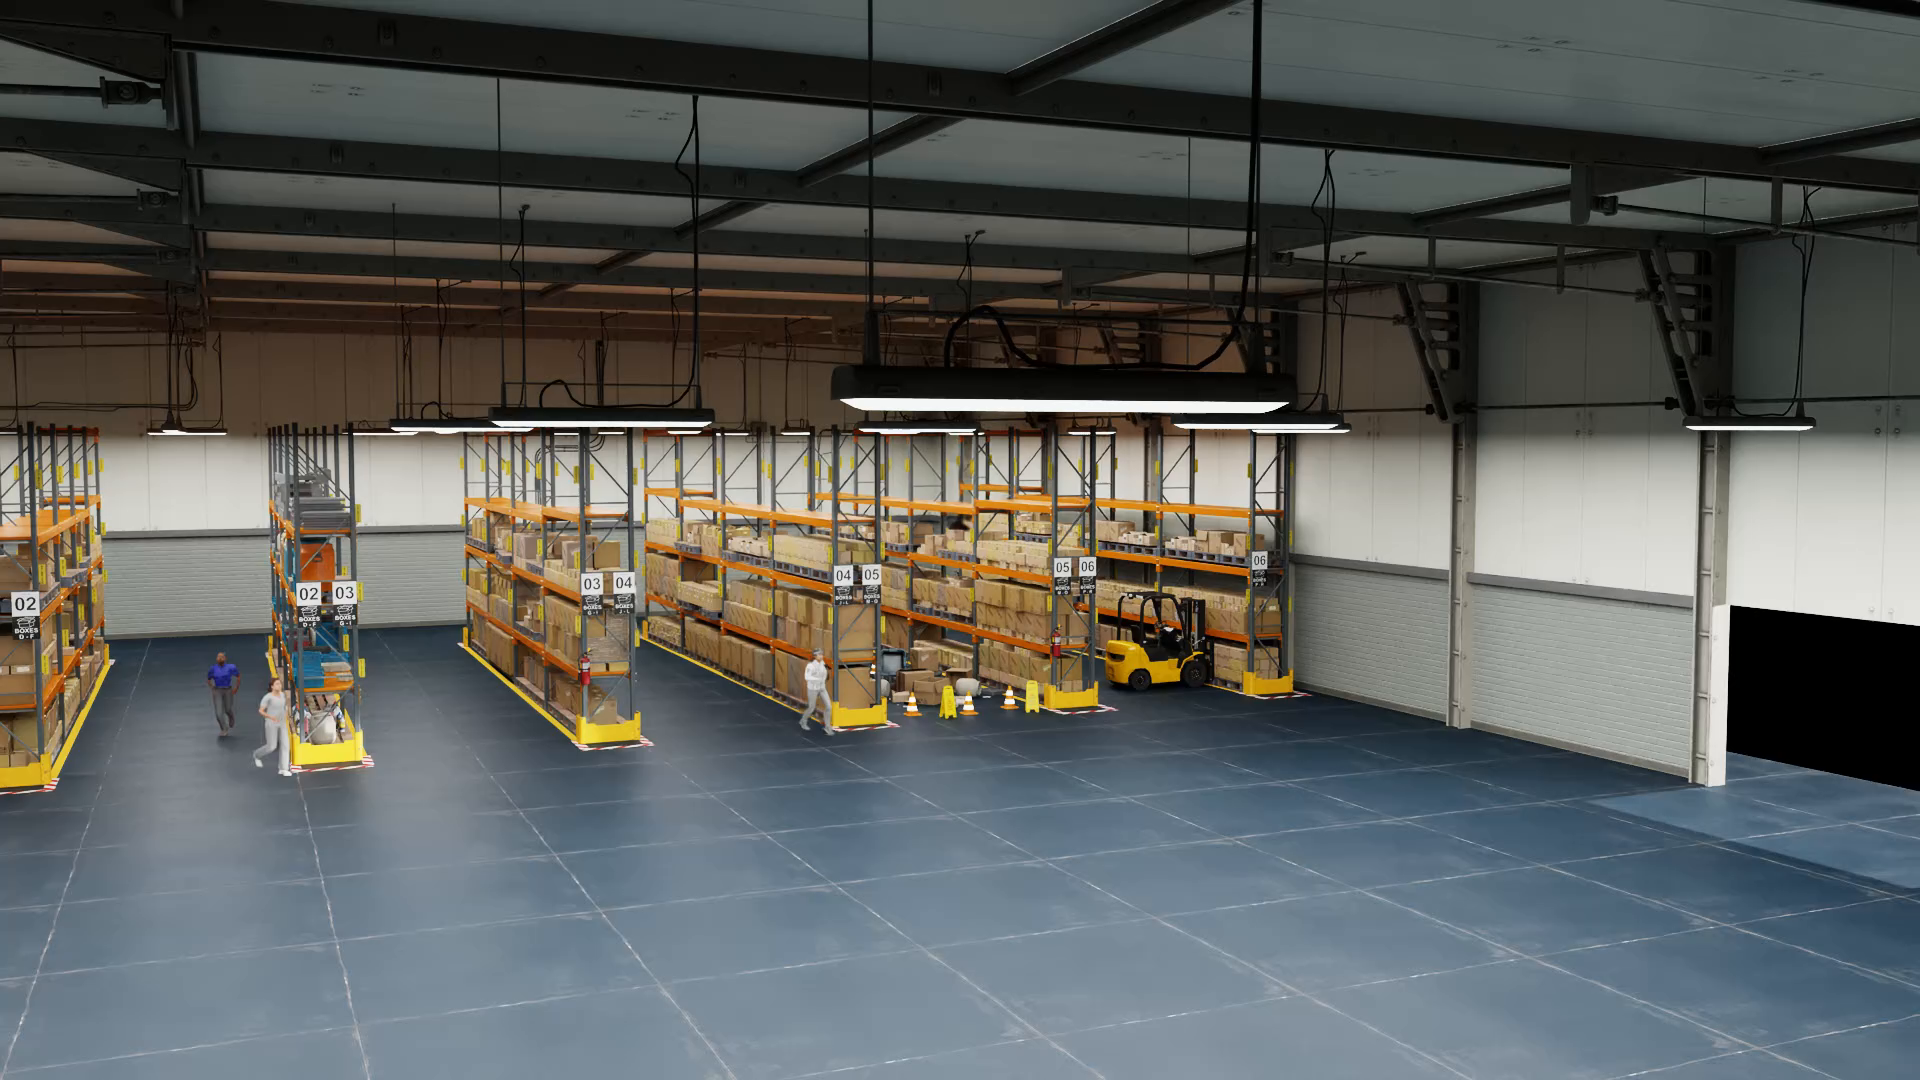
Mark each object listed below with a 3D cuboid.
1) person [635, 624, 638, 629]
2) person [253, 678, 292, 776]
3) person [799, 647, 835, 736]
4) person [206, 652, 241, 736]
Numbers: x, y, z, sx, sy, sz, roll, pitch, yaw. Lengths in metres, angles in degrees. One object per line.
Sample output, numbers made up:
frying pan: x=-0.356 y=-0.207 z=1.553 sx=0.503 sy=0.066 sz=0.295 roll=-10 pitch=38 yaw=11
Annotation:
person: x=-9.788 y=1.985 z=48.321 sx=0.839 sy=1.646 sz=0.633 roll=-3 pitch=5 yaw=-40
person: x=-11.668 y=3.164 z=28.347 sx=0.900 sy=1.660 sz=0.593 roll=2 pitch=4 yaw=30
person: x=-2.796 y=2.924 z=32.217 sx=0.862 sy=1.727 sz=0.634 roll=3 pitch=5 yaw=45
person: x=-14.211 y=2.963 z=32.073 sx=0.629 sy=1.616 sz=0.541 roll=-1 pitch=4 yaw=-15
